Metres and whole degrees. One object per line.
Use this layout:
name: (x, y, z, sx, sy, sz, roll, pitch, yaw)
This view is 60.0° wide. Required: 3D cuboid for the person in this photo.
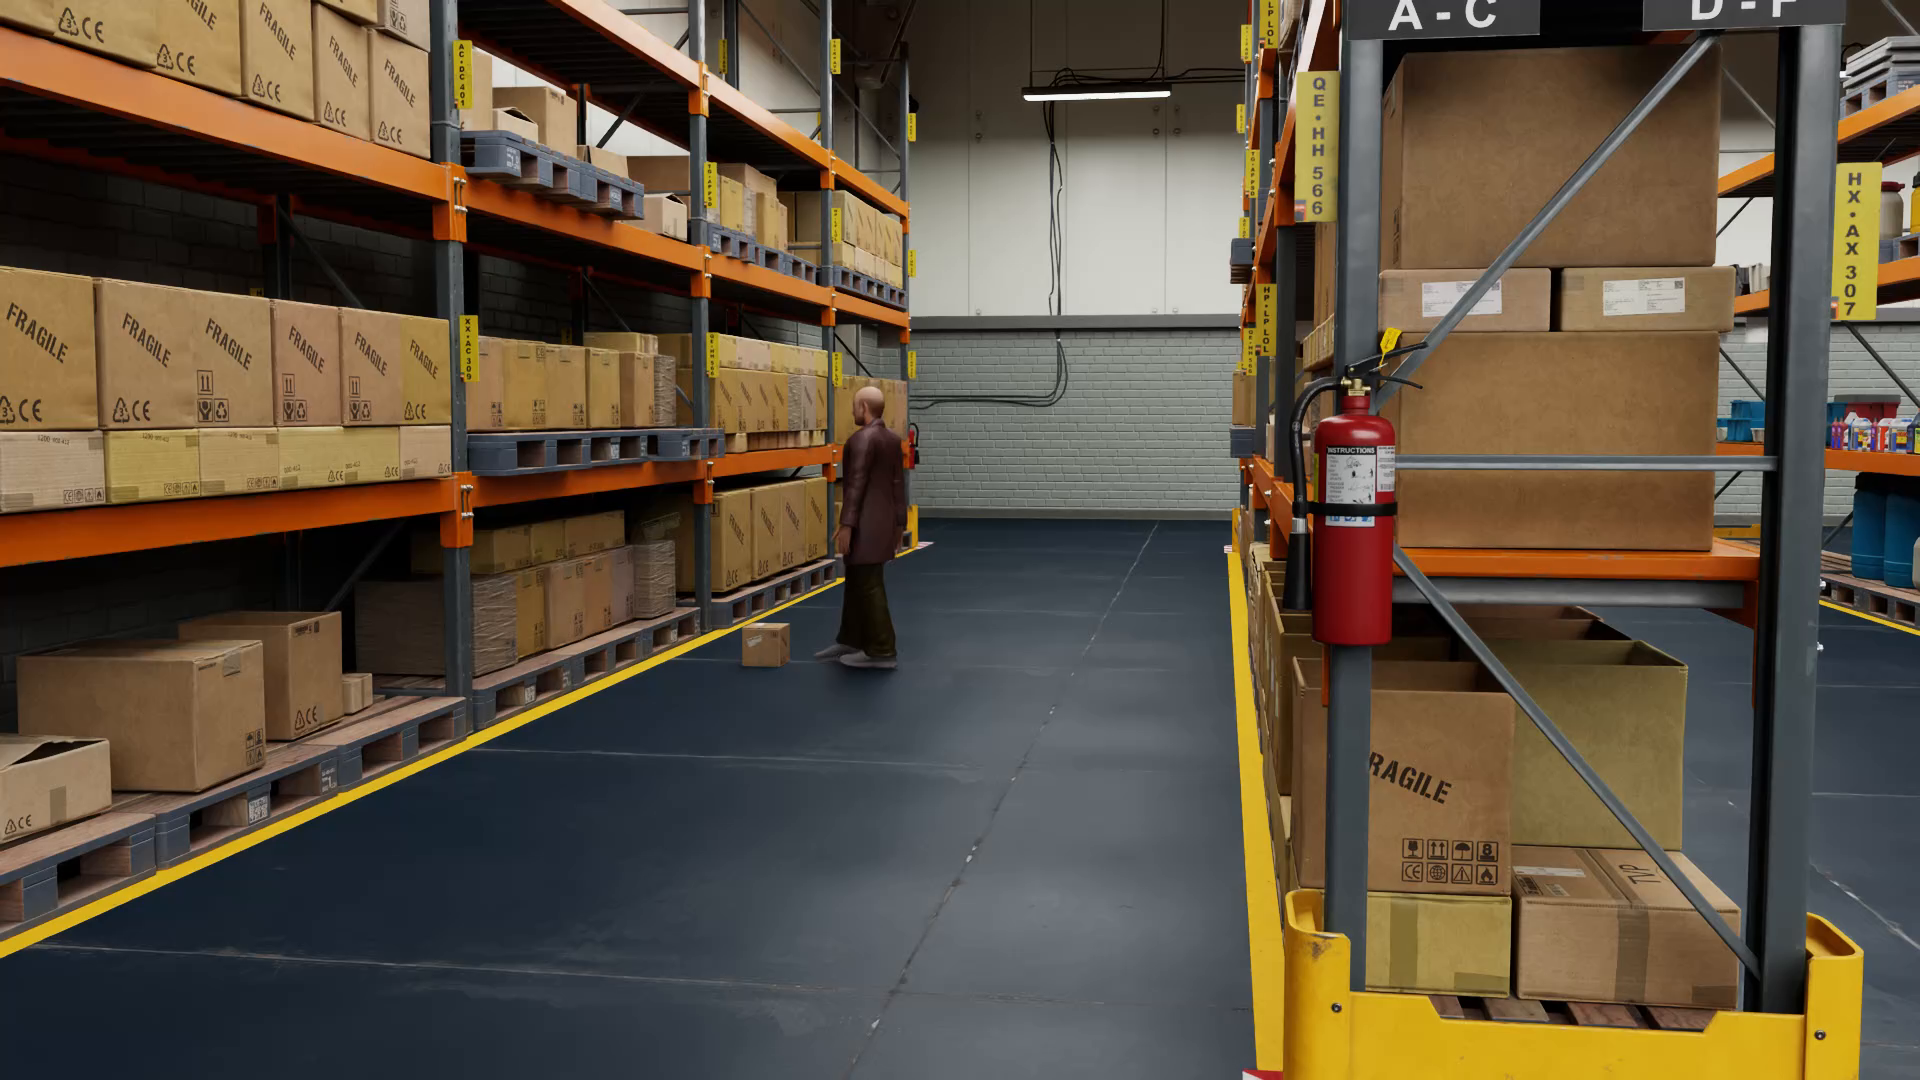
person: (-0.704, -0.078, 10.542, 0.645, 1.784, 0.614, 1, 5, 16)
